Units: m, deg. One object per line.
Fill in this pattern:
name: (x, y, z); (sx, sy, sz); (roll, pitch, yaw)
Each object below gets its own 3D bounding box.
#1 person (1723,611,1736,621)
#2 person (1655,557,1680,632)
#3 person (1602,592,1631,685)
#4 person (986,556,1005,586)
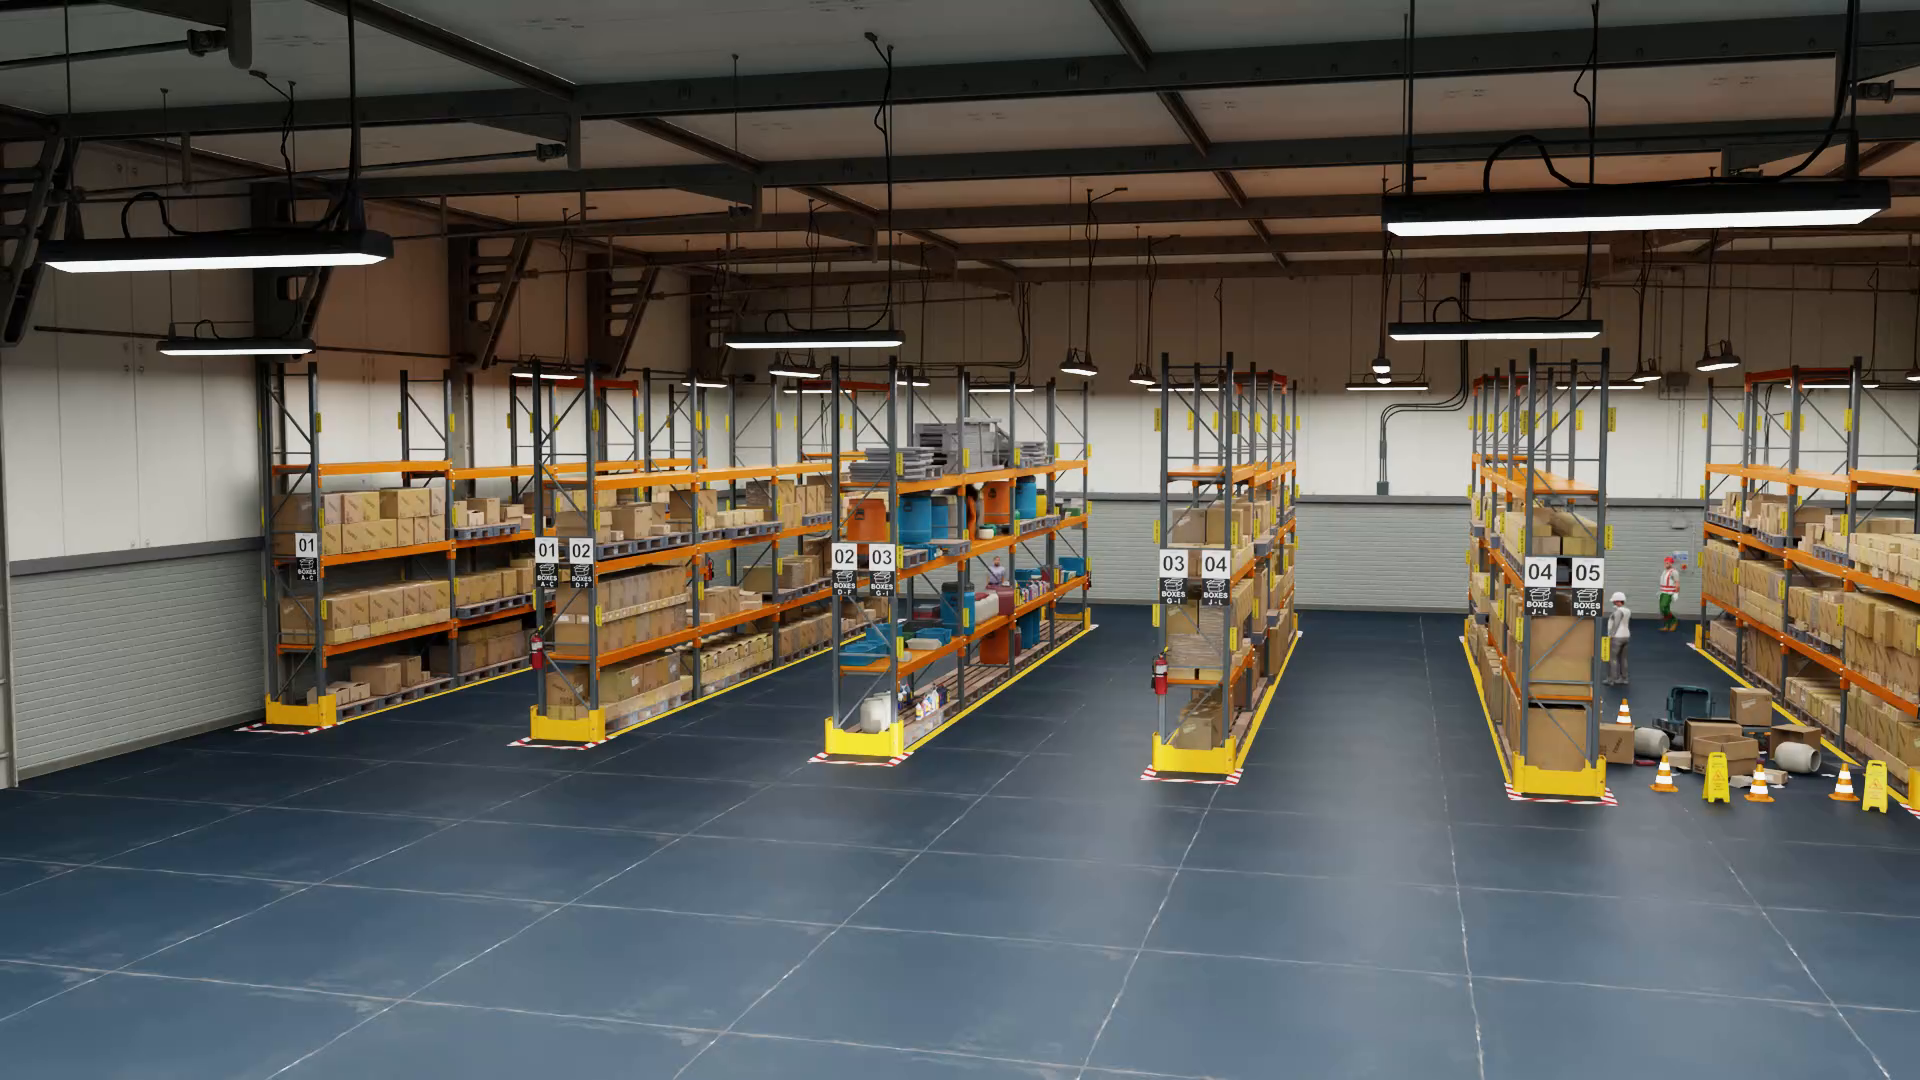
person: (17.620, 1.519, 37.888); (0.478, 1.658, 0.561); (3, 5, 35)
person: (16.902, 1.293, 39.766); (0.473, 1.784, 0.540); (0, 4, -5)
person: (12.574, 1.887, 31.834); (0.616, 1.780, 0.413); (-3, 5, -38)
person: (0.832, 1.227, 41.996); (0.589, 1.658, 0.375); (1, 4, 20)
